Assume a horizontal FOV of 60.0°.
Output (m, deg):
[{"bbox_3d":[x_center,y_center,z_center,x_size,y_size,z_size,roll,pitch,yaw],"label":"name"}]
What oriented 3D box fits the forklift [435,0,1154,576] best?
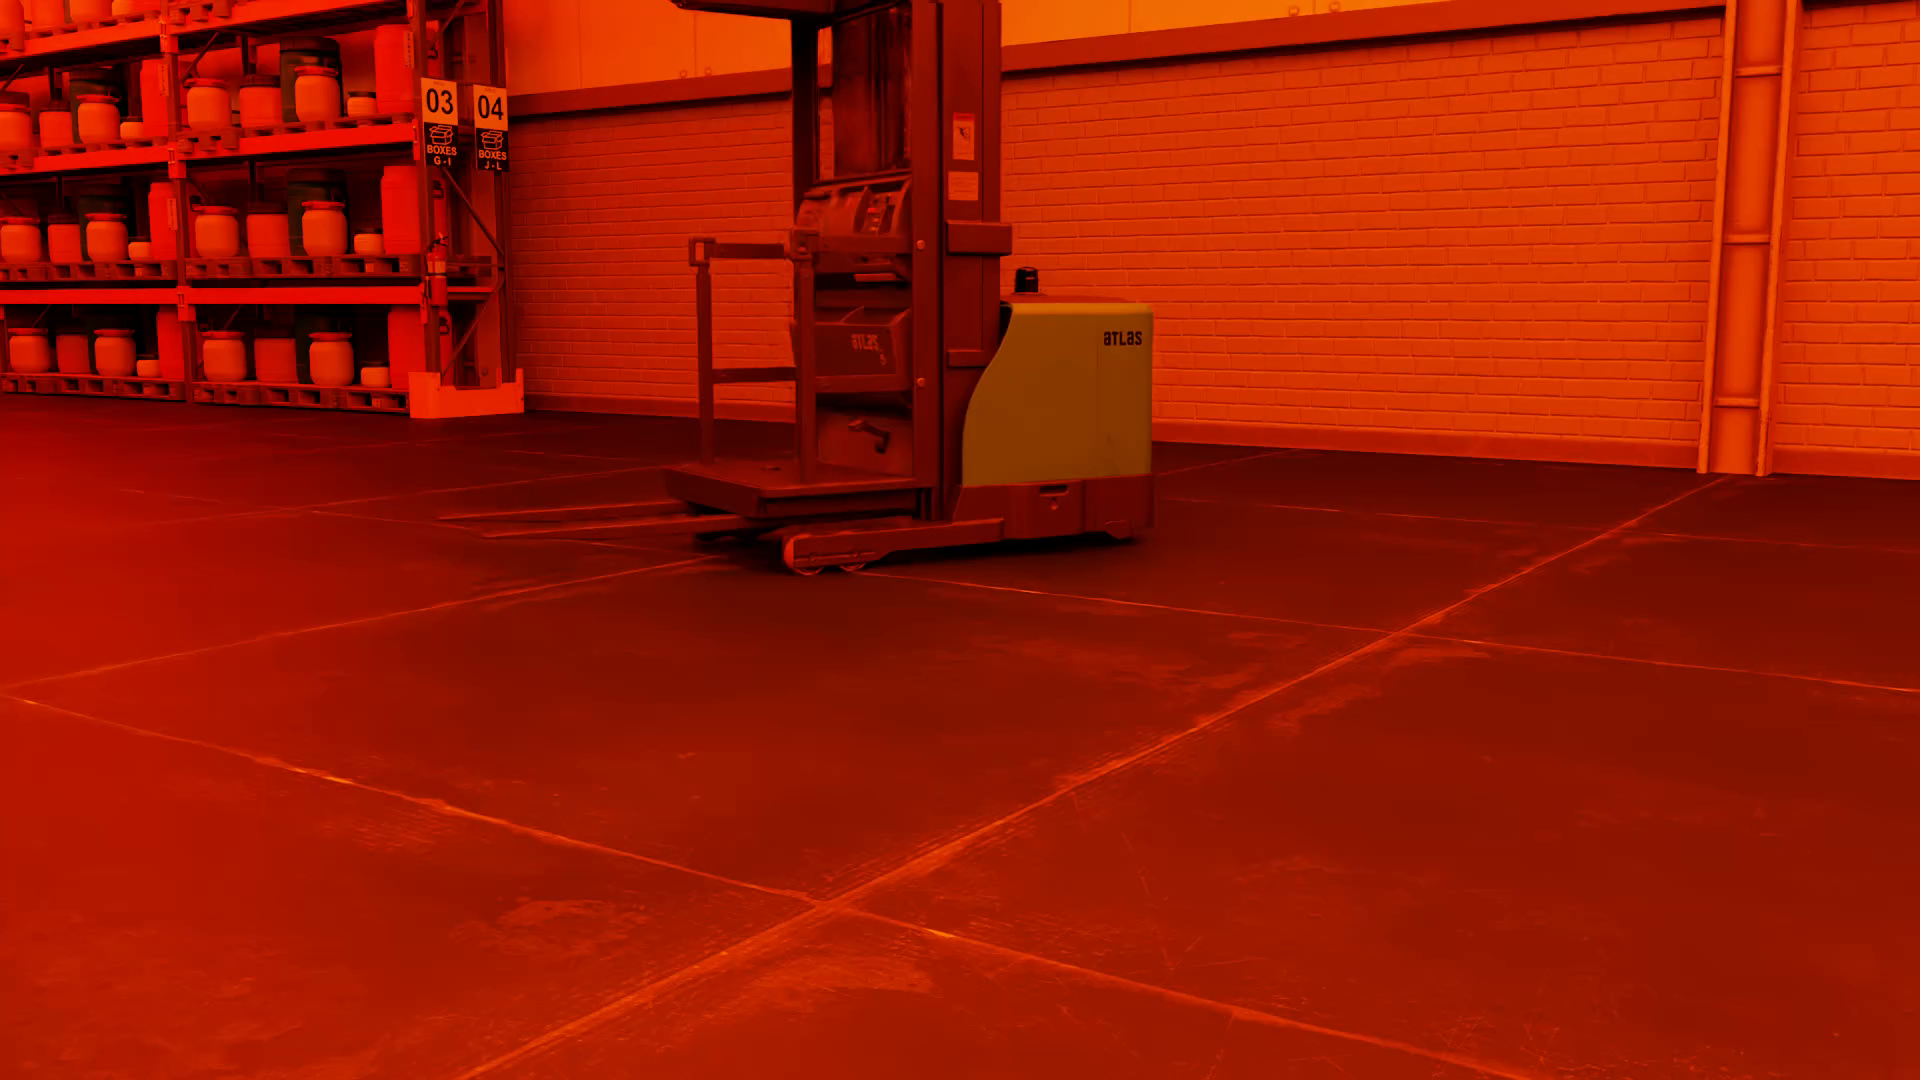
[{"bbox_3d":[-0.642,-1.394,6.995,3.031,2.935,1.130,-5,10,-32],"label":"forklift"}]
